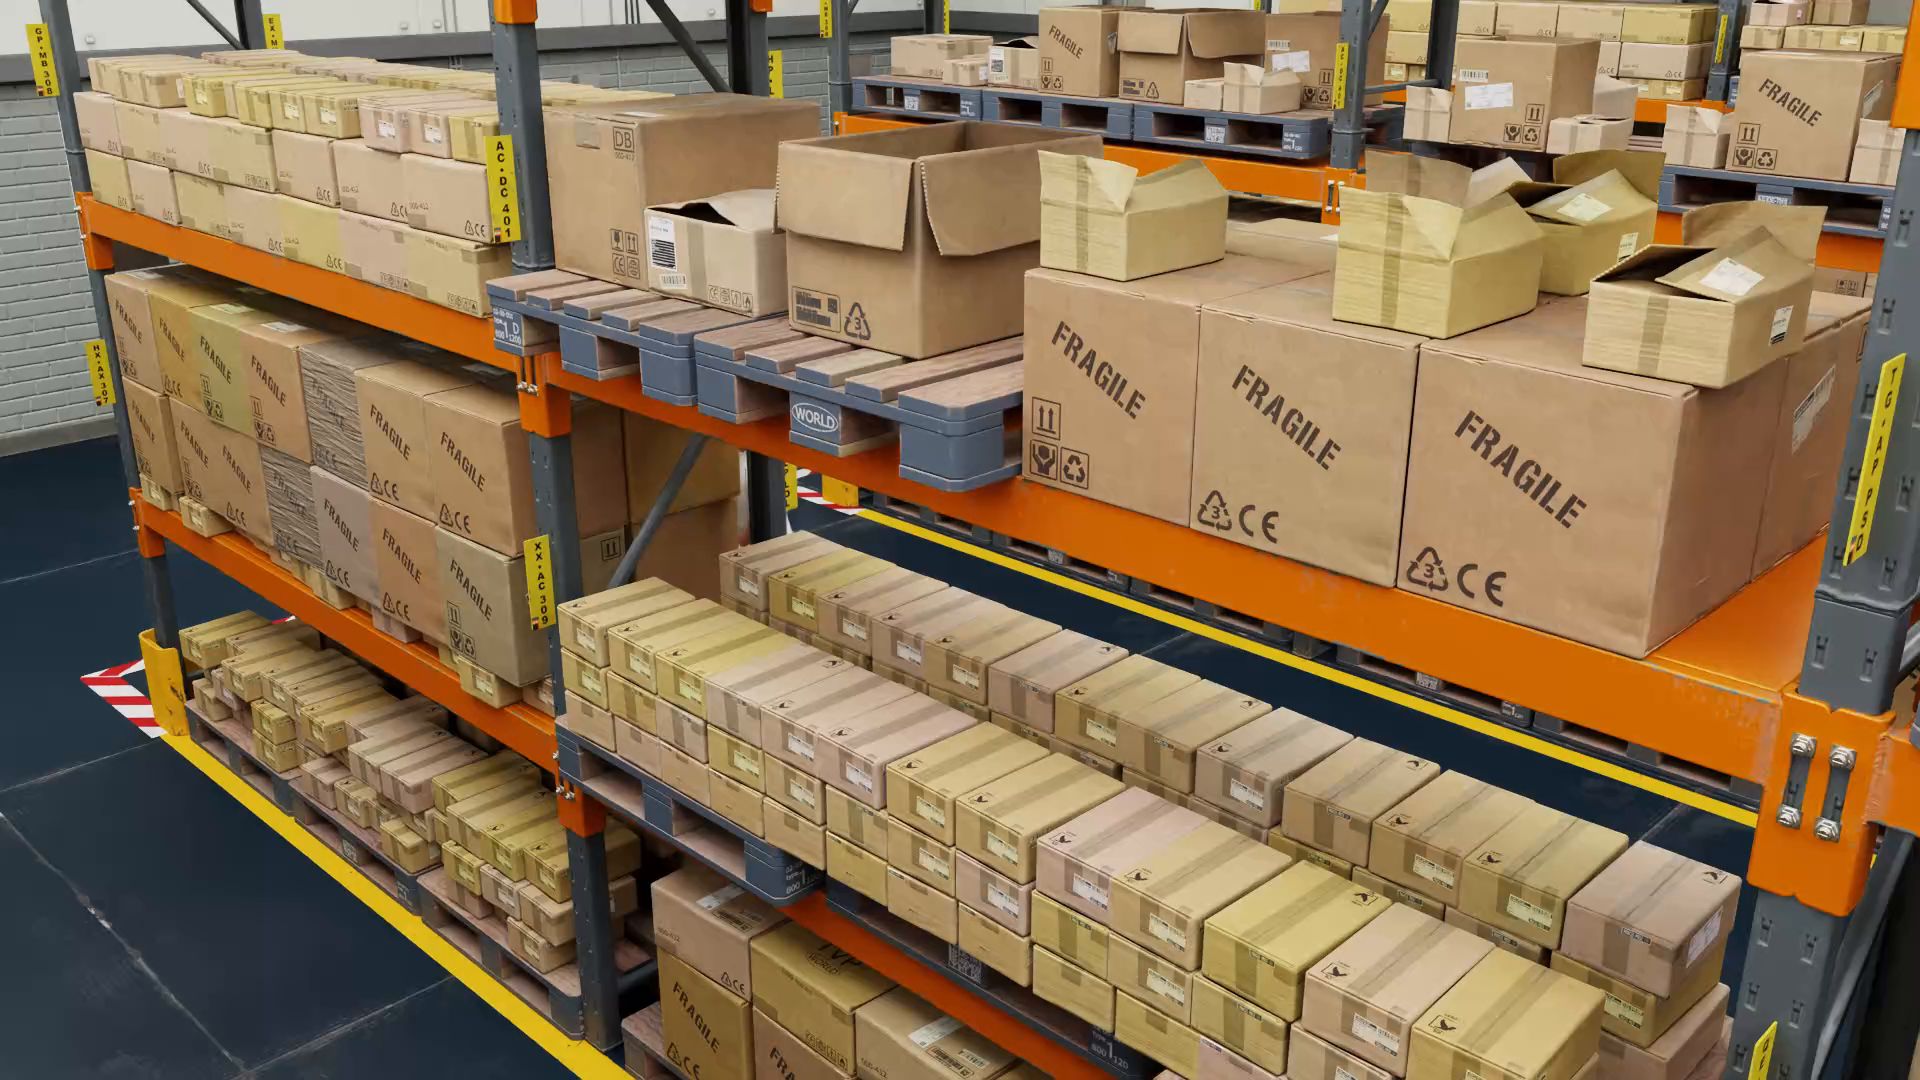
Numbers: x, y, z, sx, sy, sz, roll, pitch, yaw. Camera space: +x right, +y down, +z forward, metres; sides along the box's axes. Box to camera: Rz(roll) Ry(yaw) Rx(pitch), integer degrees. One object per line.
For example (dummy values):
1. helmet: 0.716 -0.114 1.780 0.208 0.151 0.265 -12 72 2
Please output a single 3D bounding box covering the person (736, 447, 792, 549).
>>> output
1. person: -1.225 -0.017 9.100 0.571 1.755 0.895 -10 23 -25
